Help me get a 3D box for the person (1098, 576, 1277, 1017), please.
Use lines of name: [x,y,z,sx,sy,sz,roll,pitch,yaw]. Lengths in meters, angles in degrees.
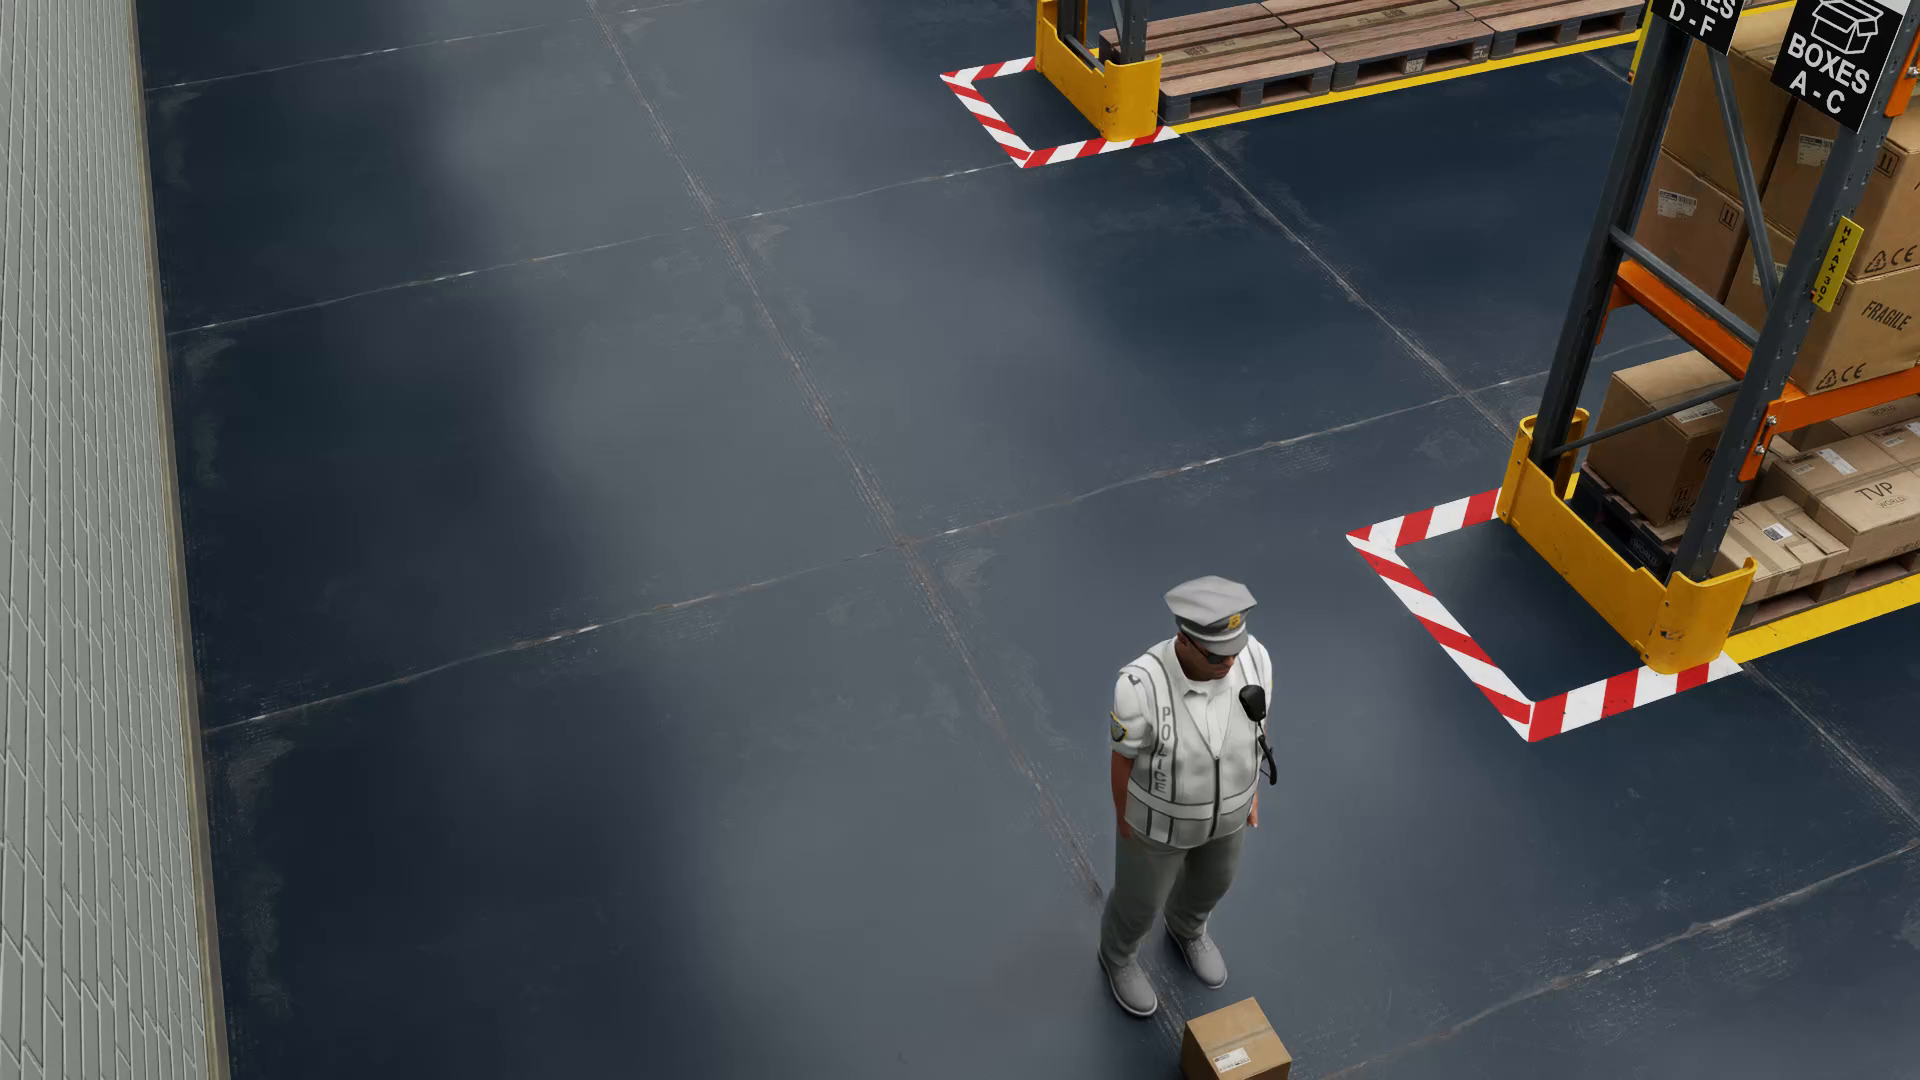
person: [0.719,0.828,5.228,0.527,1.769,0.392,-14,43,-16]
